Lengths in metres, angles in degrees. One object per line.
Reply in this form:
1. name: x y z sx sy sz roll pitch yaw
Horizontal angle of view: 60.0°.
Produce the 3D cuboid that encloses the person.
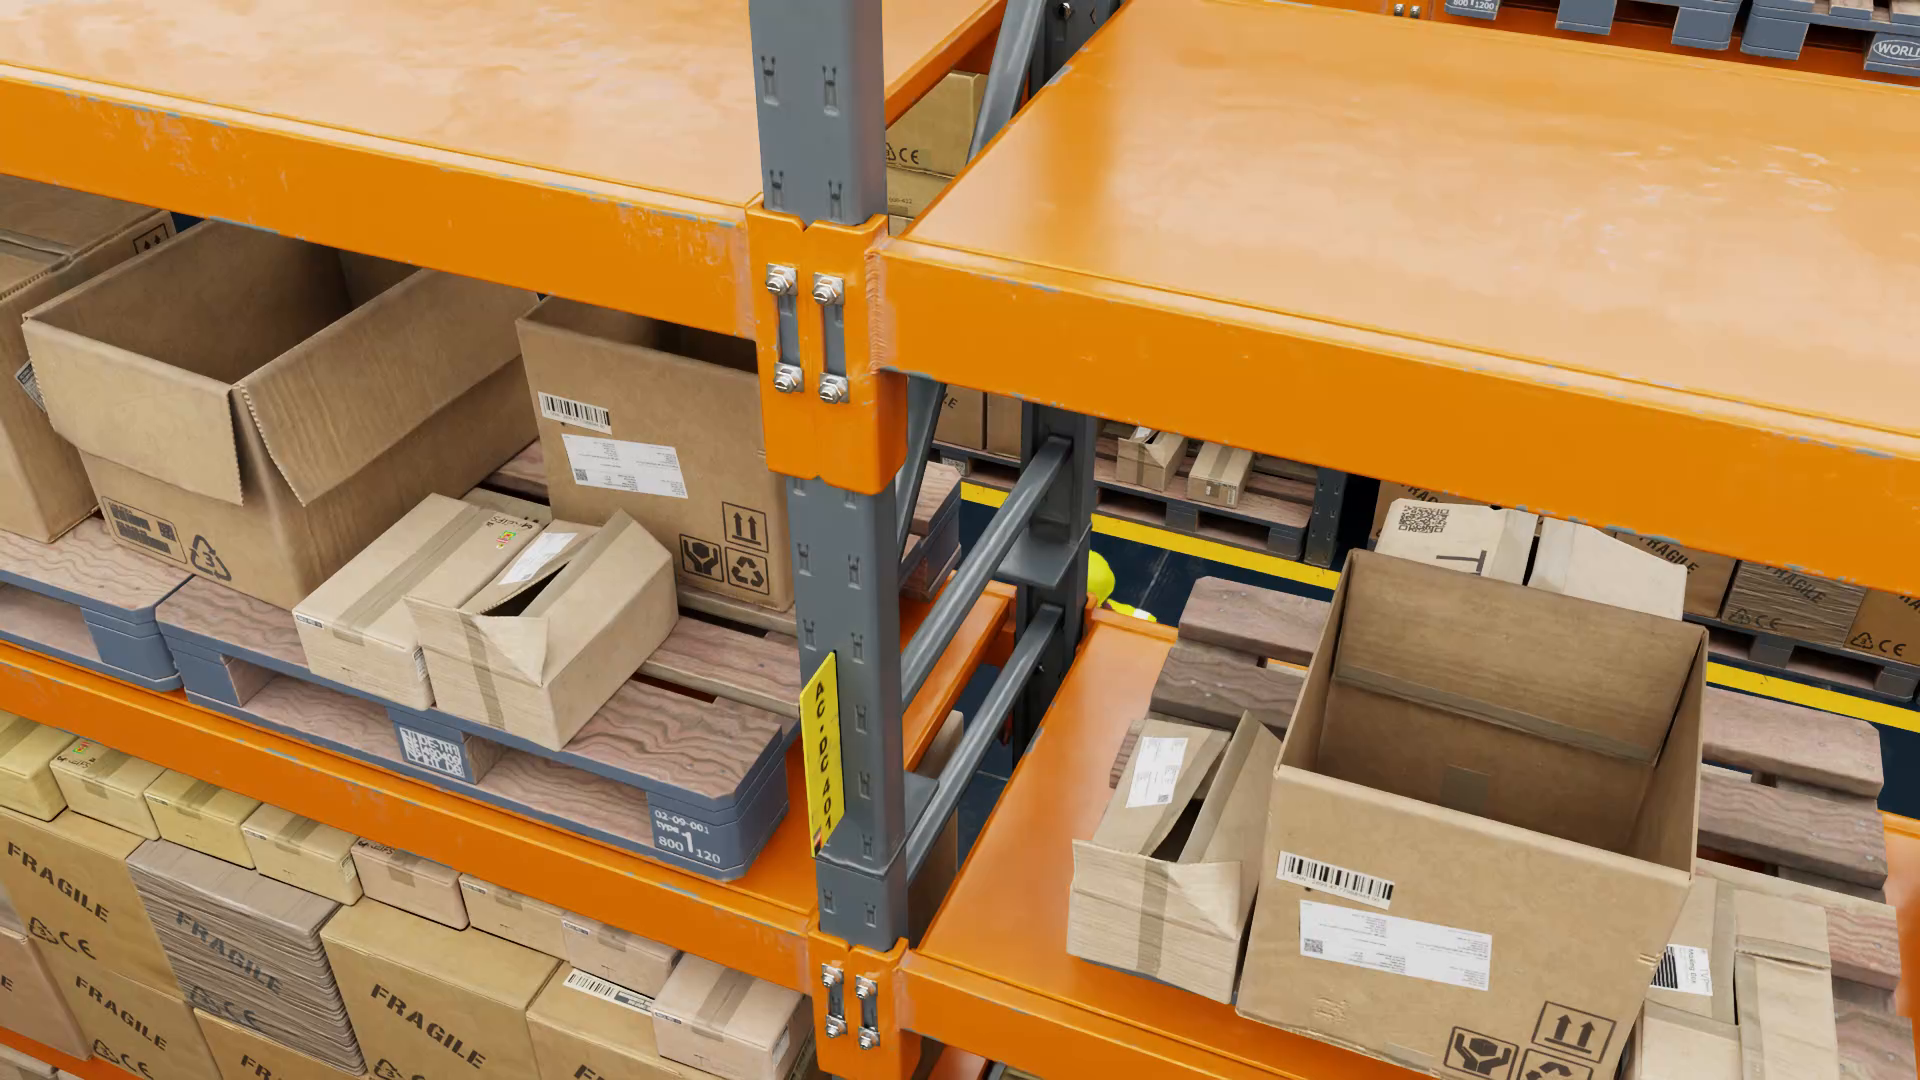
1. person: 0.409 0.734 5.824 0.675 1.731 0.844 5 38 7
